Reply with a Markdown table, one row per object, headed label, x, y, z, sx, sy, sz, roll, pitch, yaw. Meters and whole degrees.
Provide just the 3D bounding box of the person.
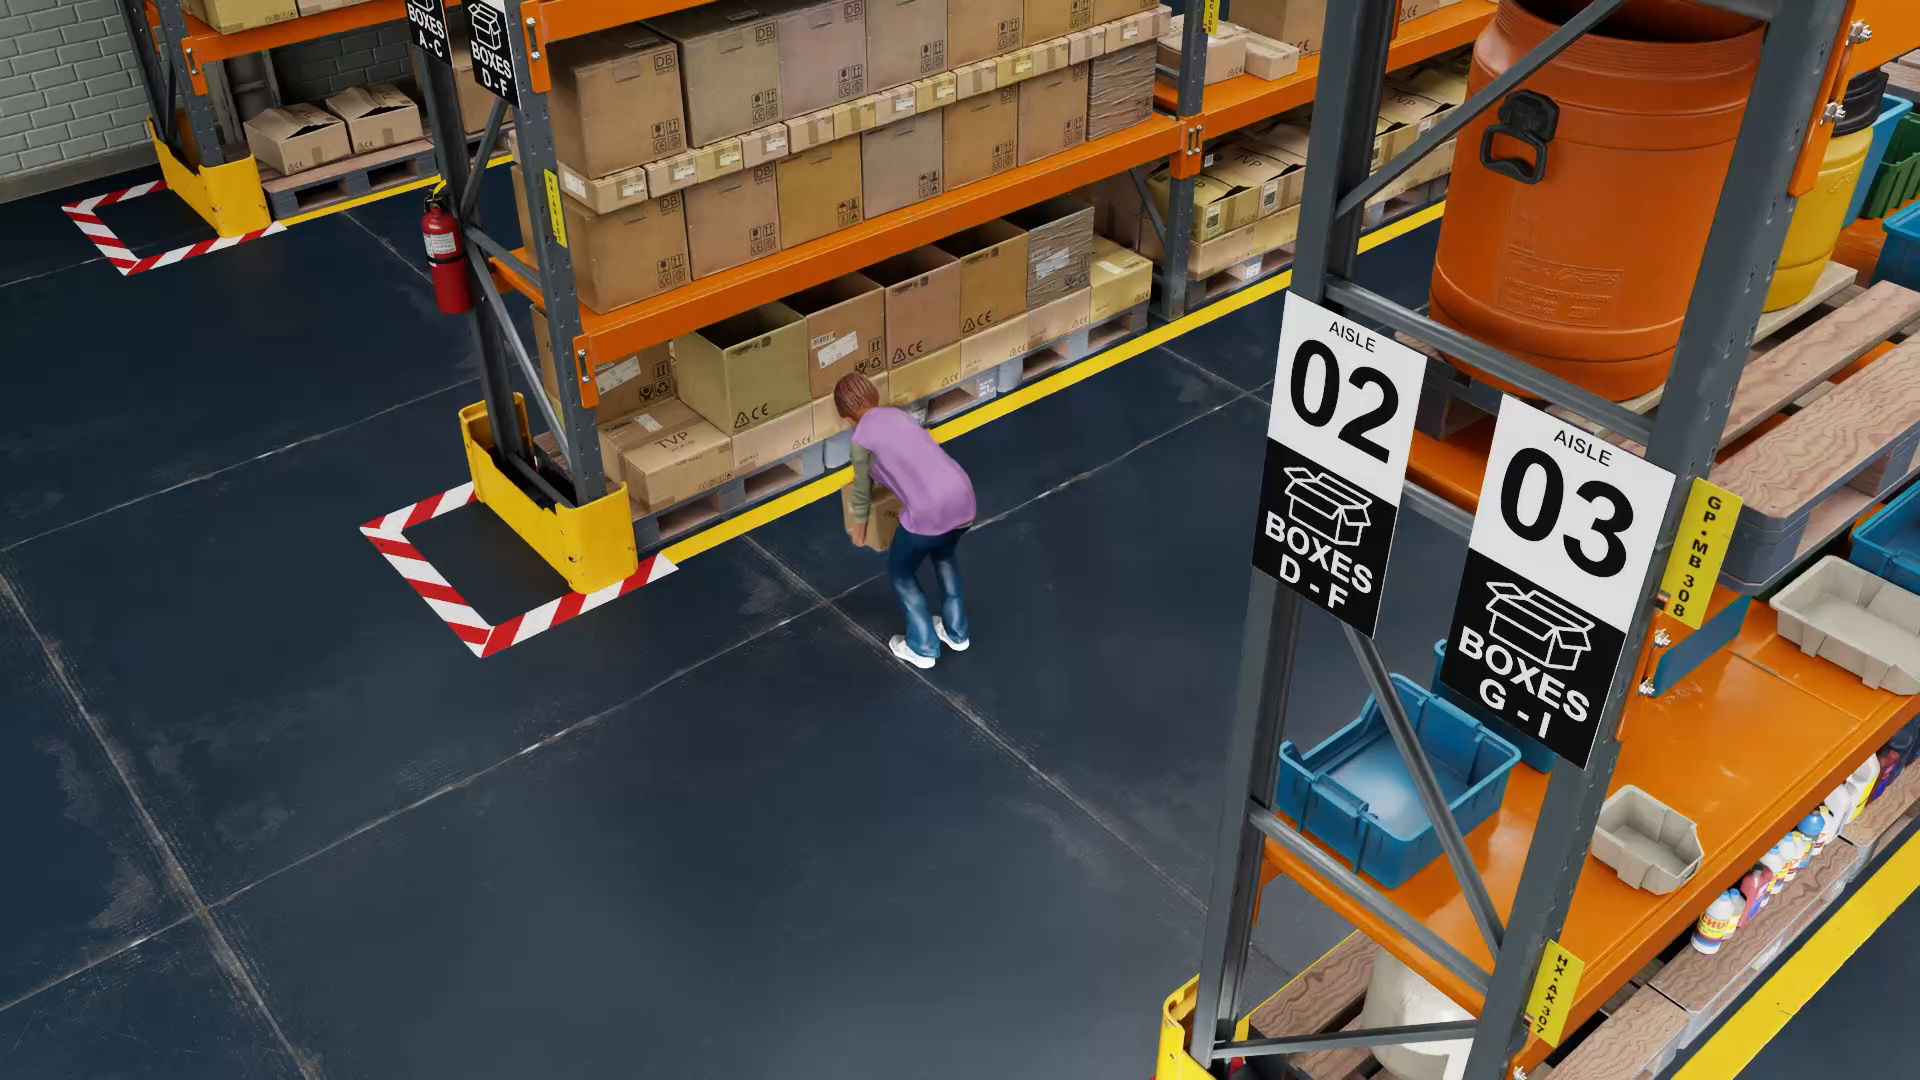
| label | x | y | z | sx | sy | sz | roll | pitch | yaw |
| --- | --- | --- | --- | --- | --- | --- | --- | --- | --- |
| person | -0.263 | -0.083 | 7.500 | 0.380 | 1.240 | 0.809 | -28 | 45 | -32 |
